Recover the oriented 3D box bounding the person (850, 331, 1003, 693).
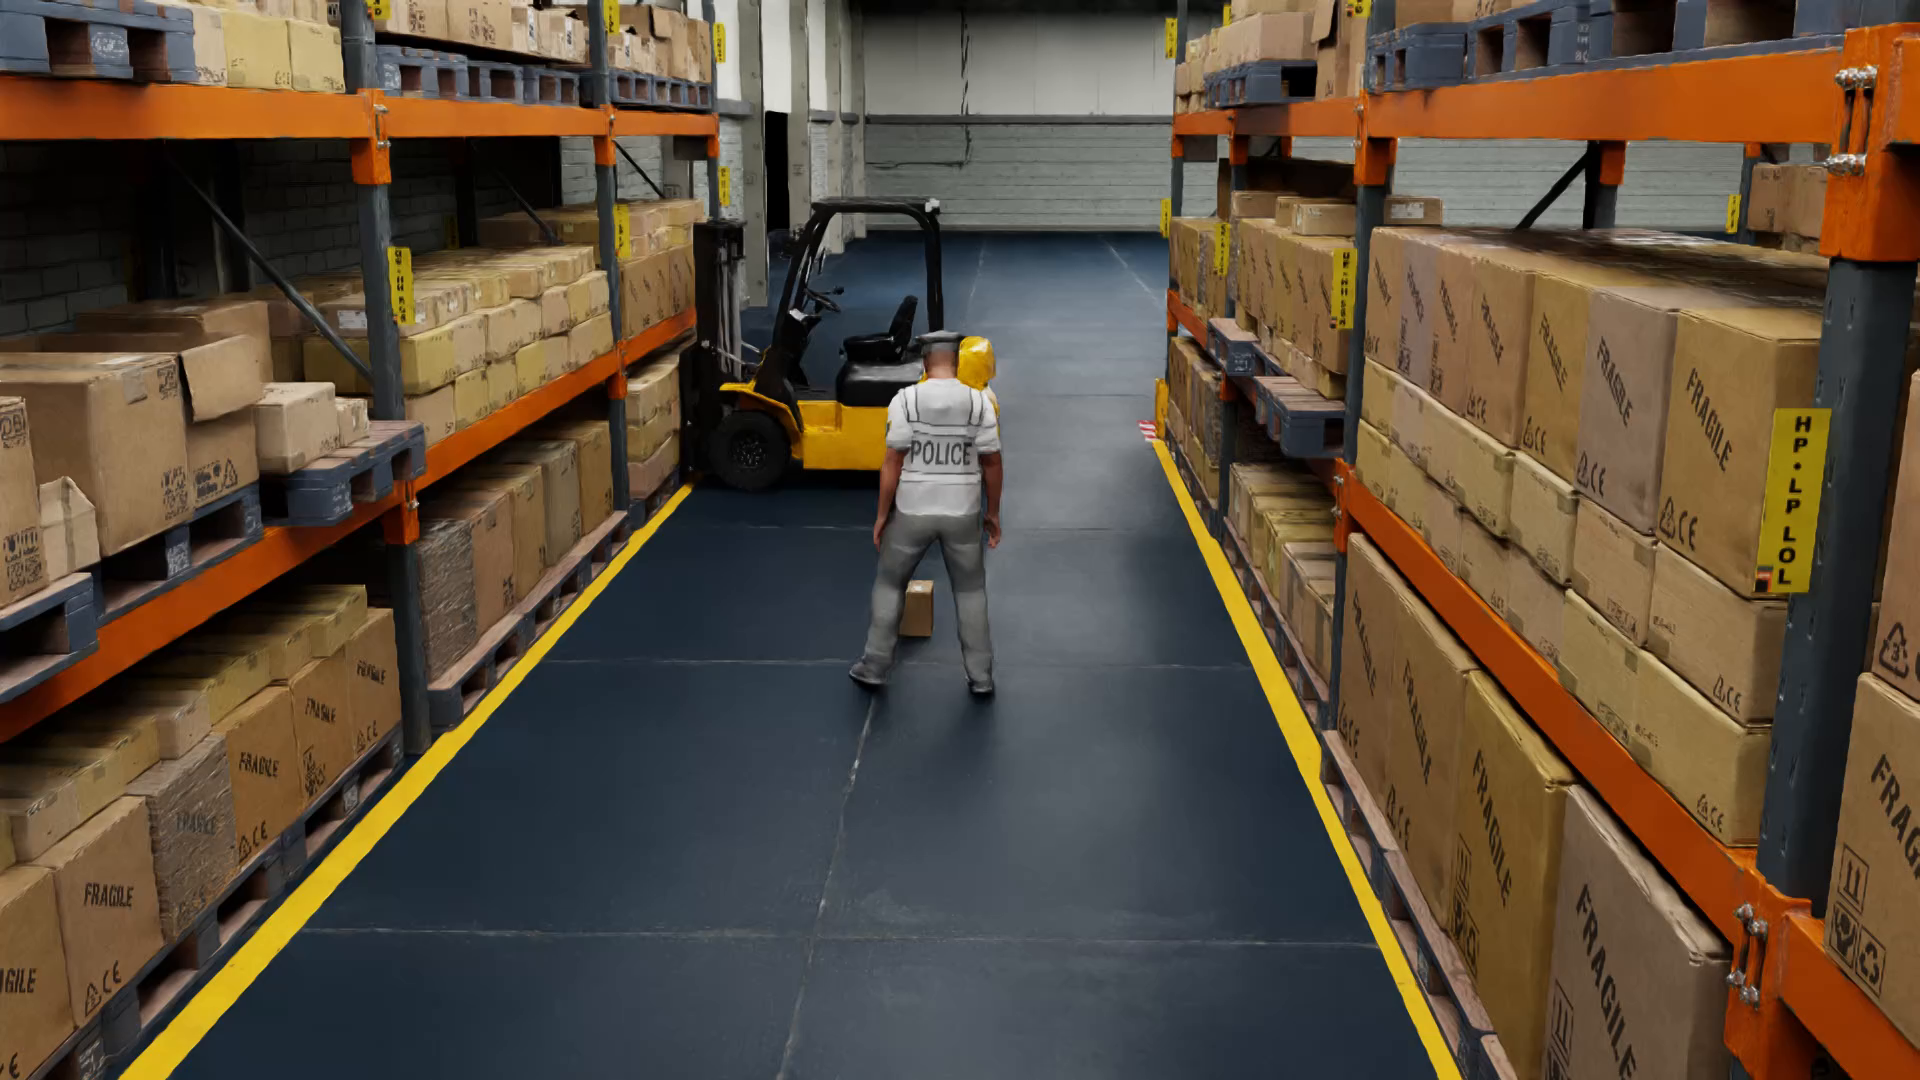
[{"bbox_3d":[-0.168,-0.127,7.946,0.714,1.740,0.495,-2,14,-9],"label":"person"}]
